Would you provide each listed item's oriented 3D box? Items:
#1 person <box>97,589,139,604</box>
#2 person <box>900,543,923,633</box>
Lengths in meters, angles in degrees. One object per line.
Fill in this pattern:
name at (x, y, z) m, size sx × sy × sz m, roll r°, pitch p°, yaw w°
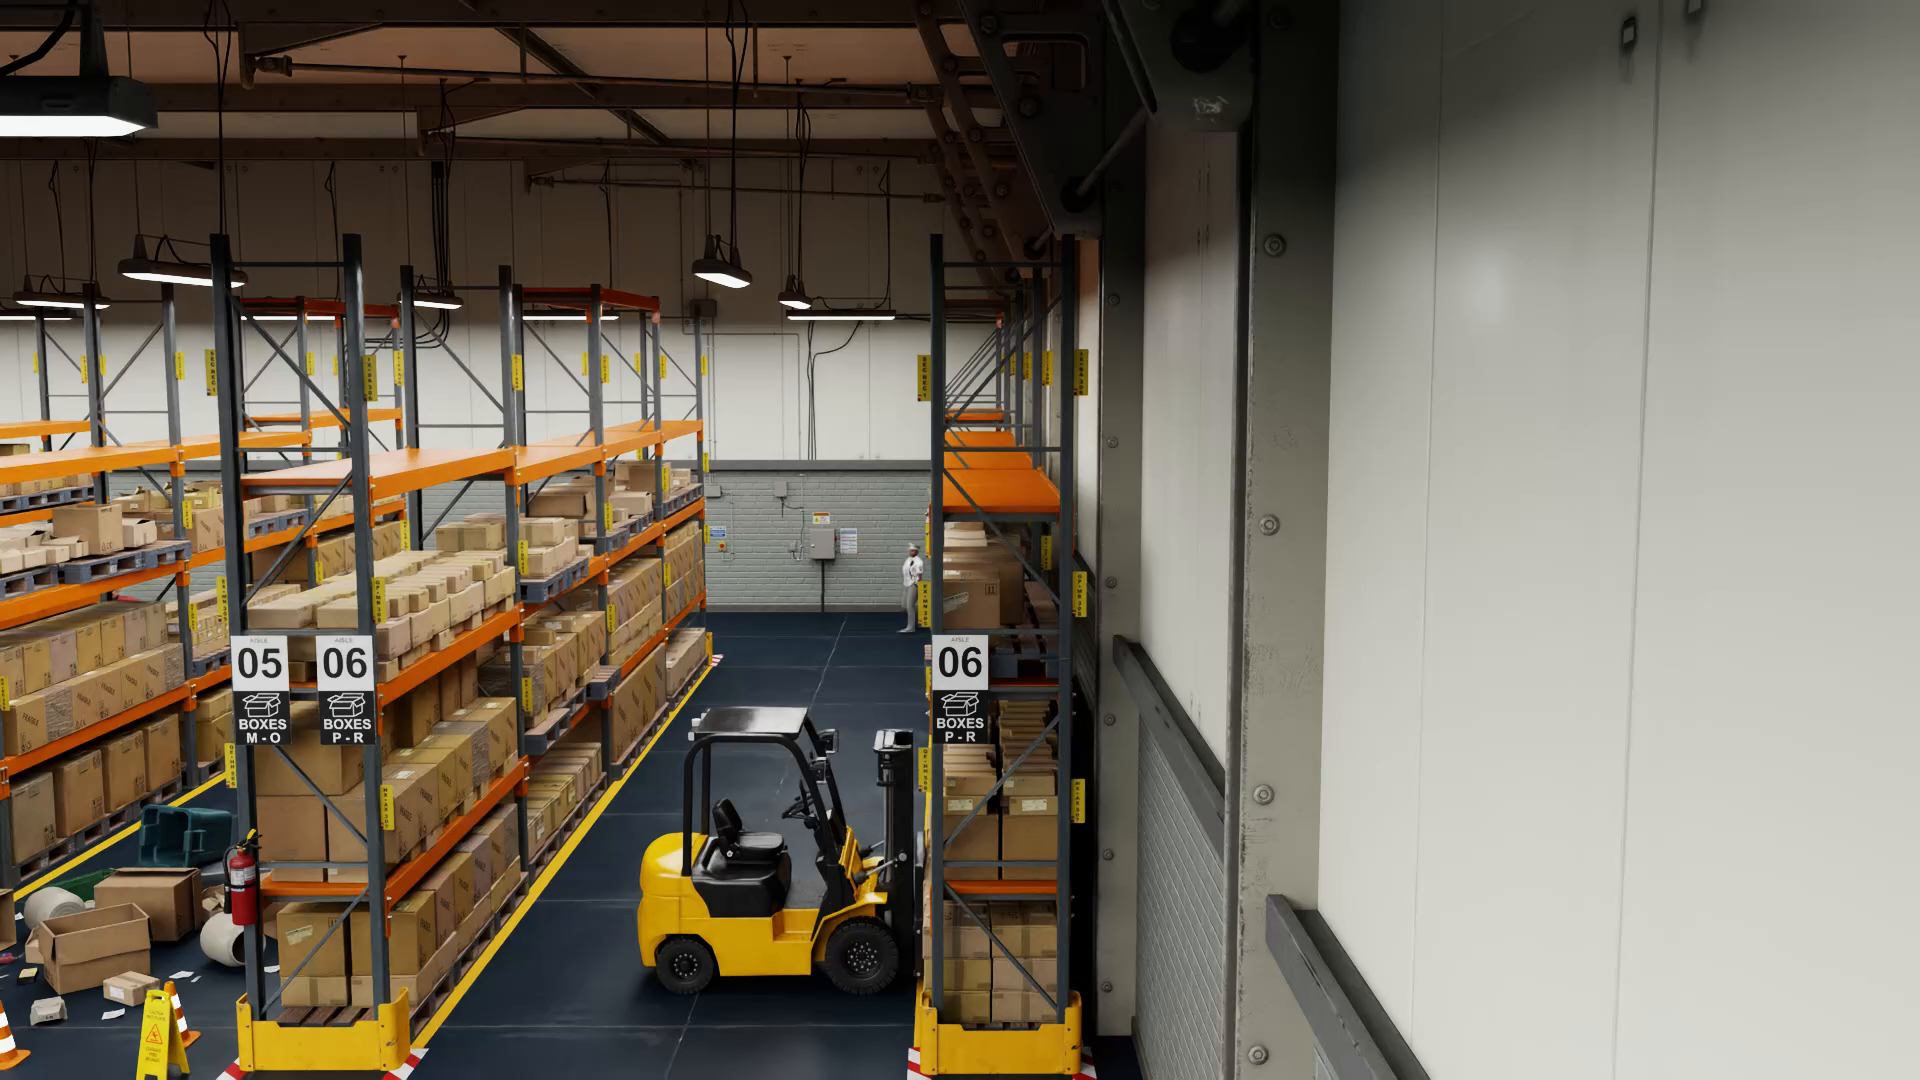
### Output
person at (-13.214, 1.469, 26.186) m, size 0.616 × 1.634 × 0.735 m, roll 1°, pitch 6°, yaw 8°
person at (-0.863, 0.885, 31.168) m, size 0.616 × 1.678 × 0.446 m, roll -3°, pitch 7°, yaw -28°
